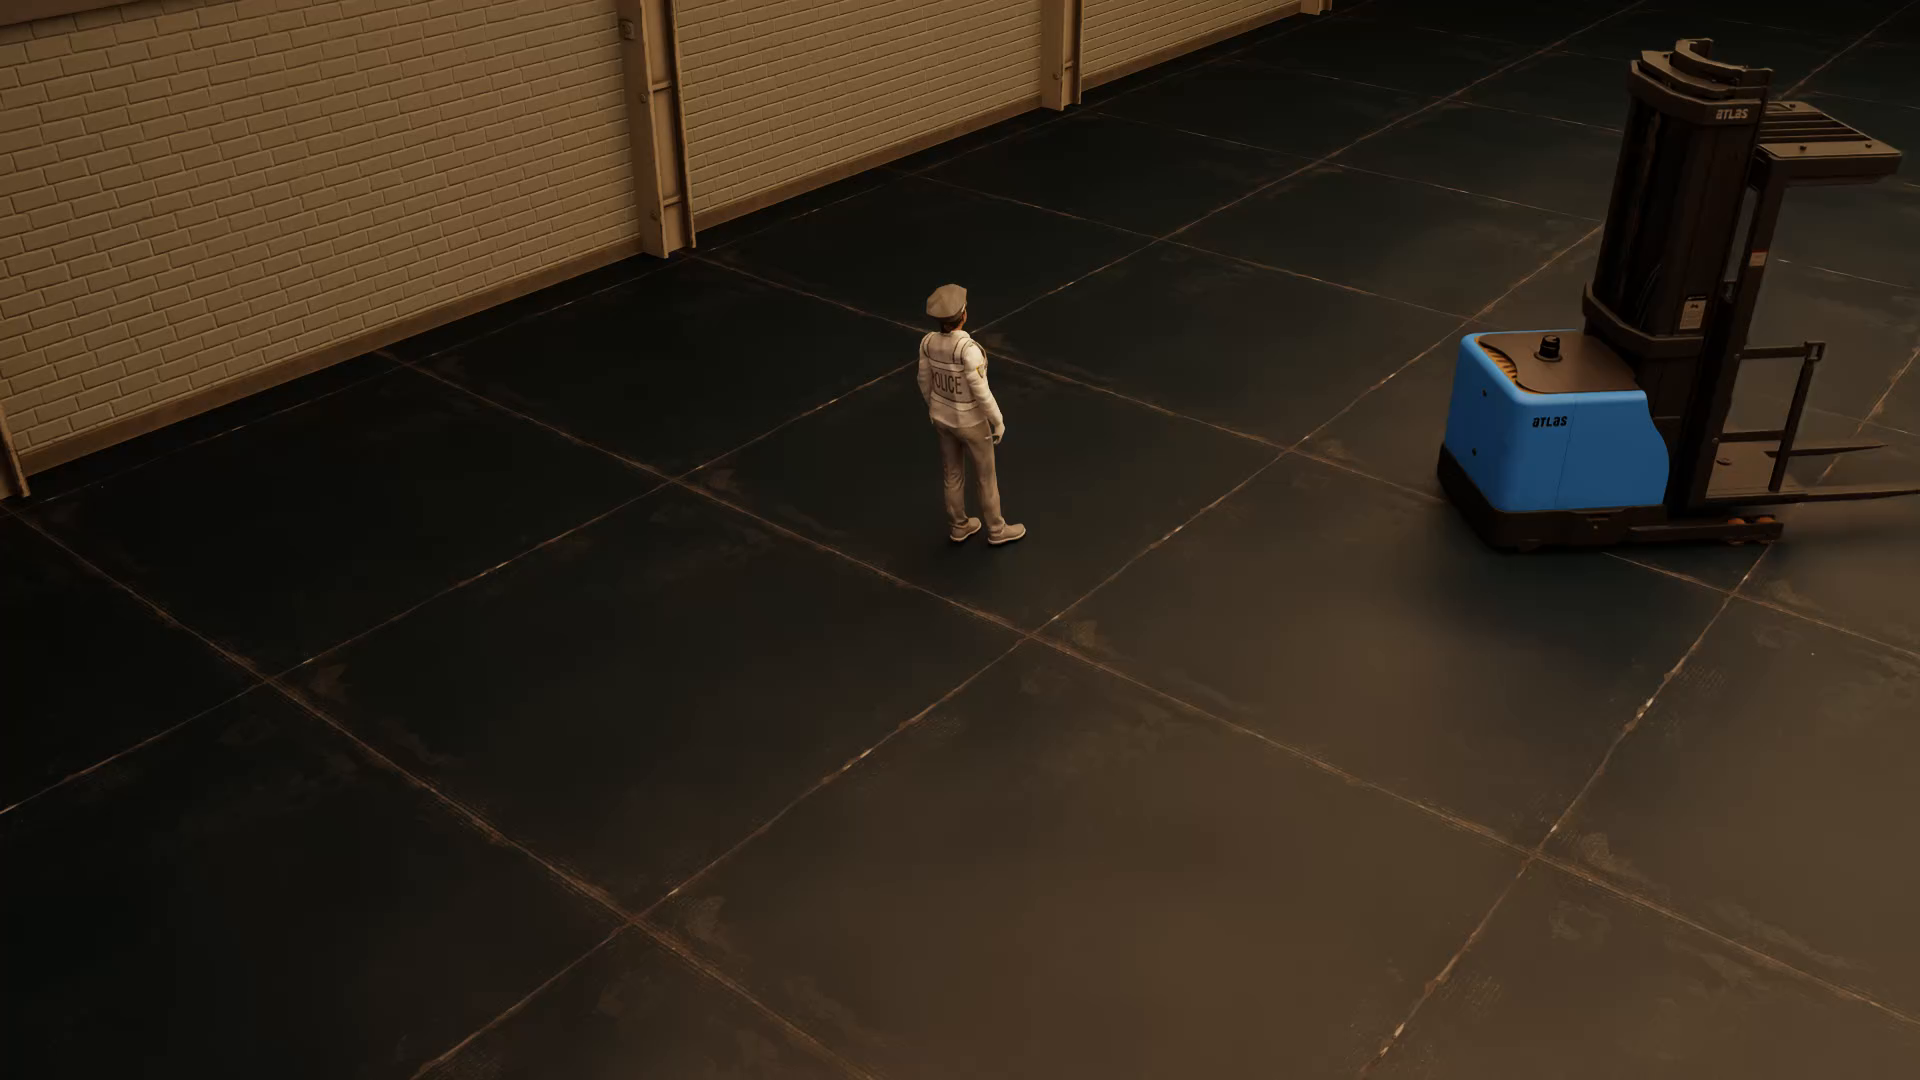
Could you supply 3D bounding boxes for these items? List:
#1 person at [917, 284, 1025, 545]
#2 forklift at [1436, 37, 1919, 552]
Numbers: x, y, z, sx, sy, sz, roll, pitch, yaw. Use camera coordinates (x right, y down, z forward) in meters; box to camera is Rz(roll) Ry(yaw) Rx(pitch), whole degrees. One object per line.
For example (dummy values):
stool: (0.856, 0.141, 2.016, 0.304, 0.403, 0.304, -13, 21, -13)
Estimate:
person: (0.047, -0.762, 10.110, 0.587, 1.696, 0.534, 22, 37, 33)
forklift: (4.732, -1.496, 10.155, 3.031, 2.935, 1.130, -3, 30, -5)
